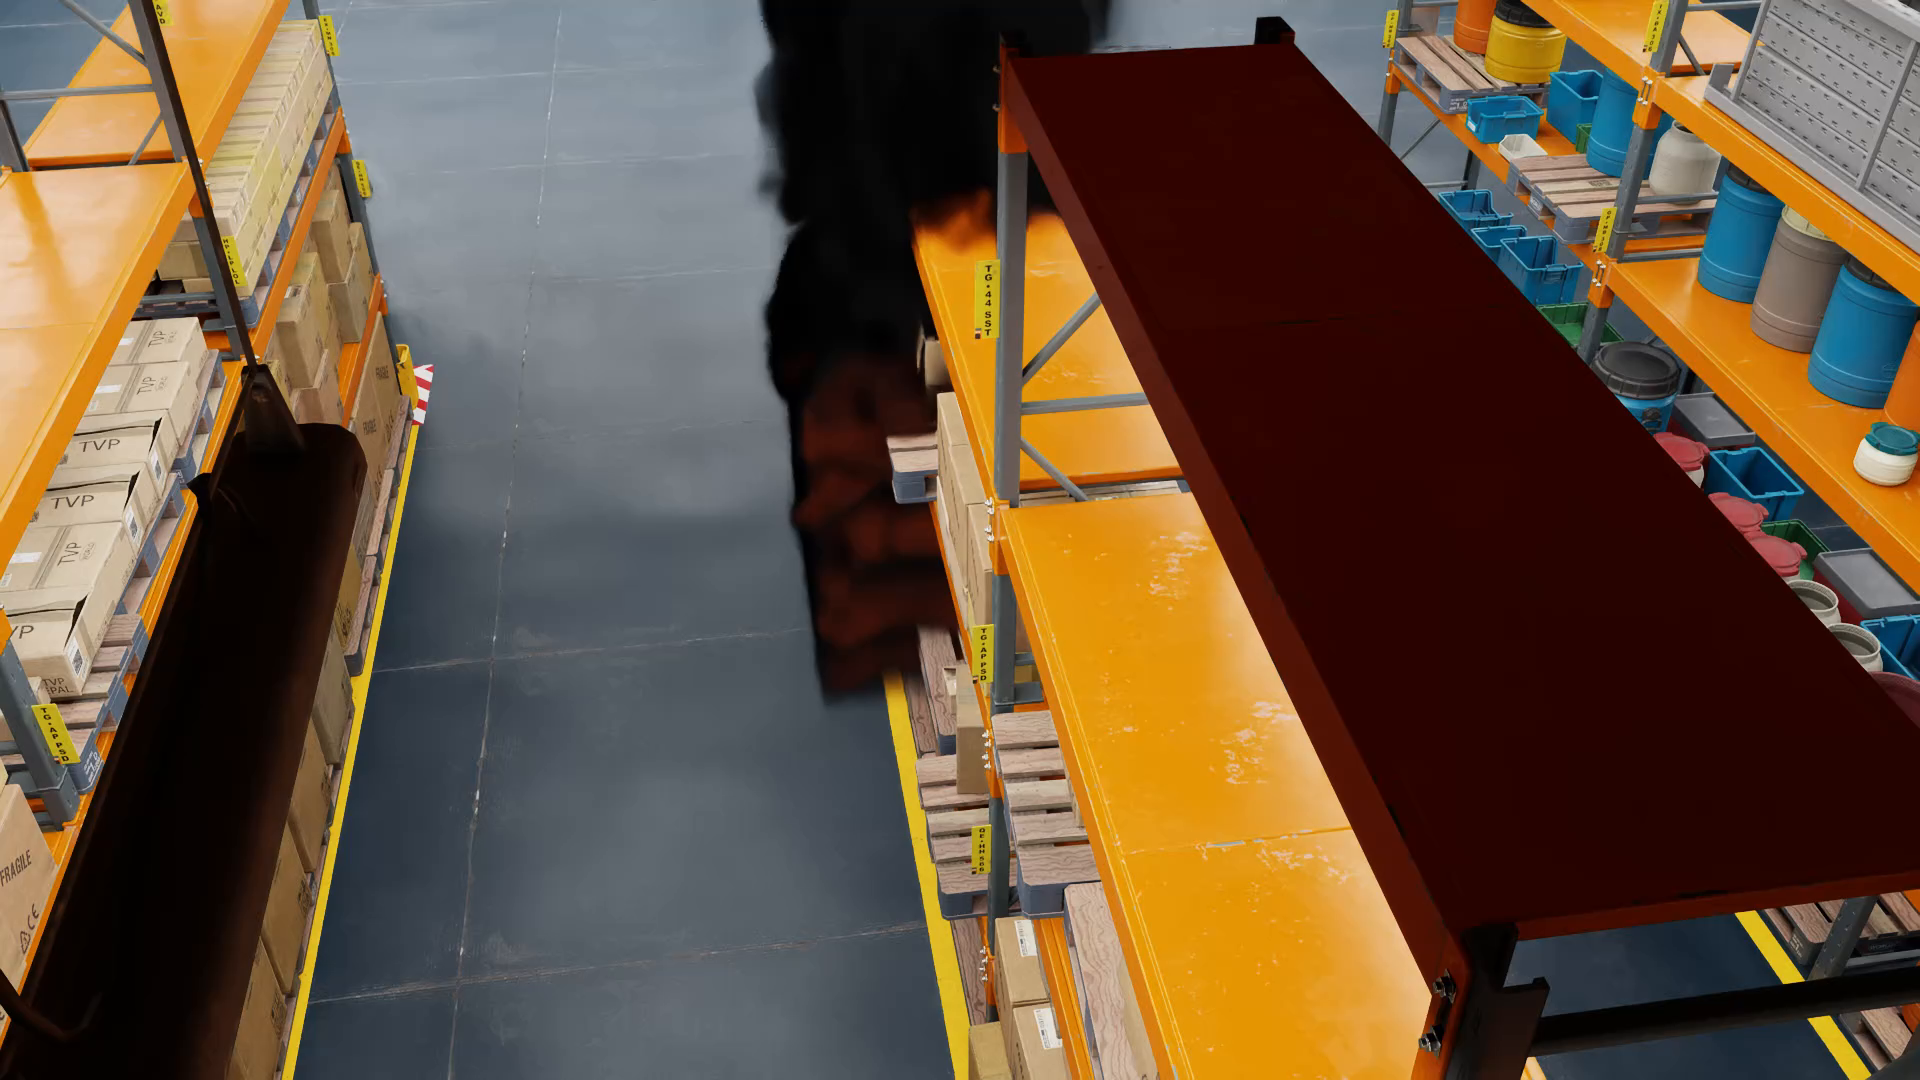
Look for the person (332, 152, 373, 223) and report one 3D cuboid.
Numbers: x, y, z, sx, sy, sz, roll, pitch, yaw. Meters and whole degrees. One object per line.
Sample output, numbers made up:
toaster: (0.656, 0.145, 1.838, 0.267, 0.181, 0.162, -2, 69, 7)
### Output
person: (-6.029, -3.139, 16.320, 0.551, 1.693, 0.660, 30, 46, 35)
